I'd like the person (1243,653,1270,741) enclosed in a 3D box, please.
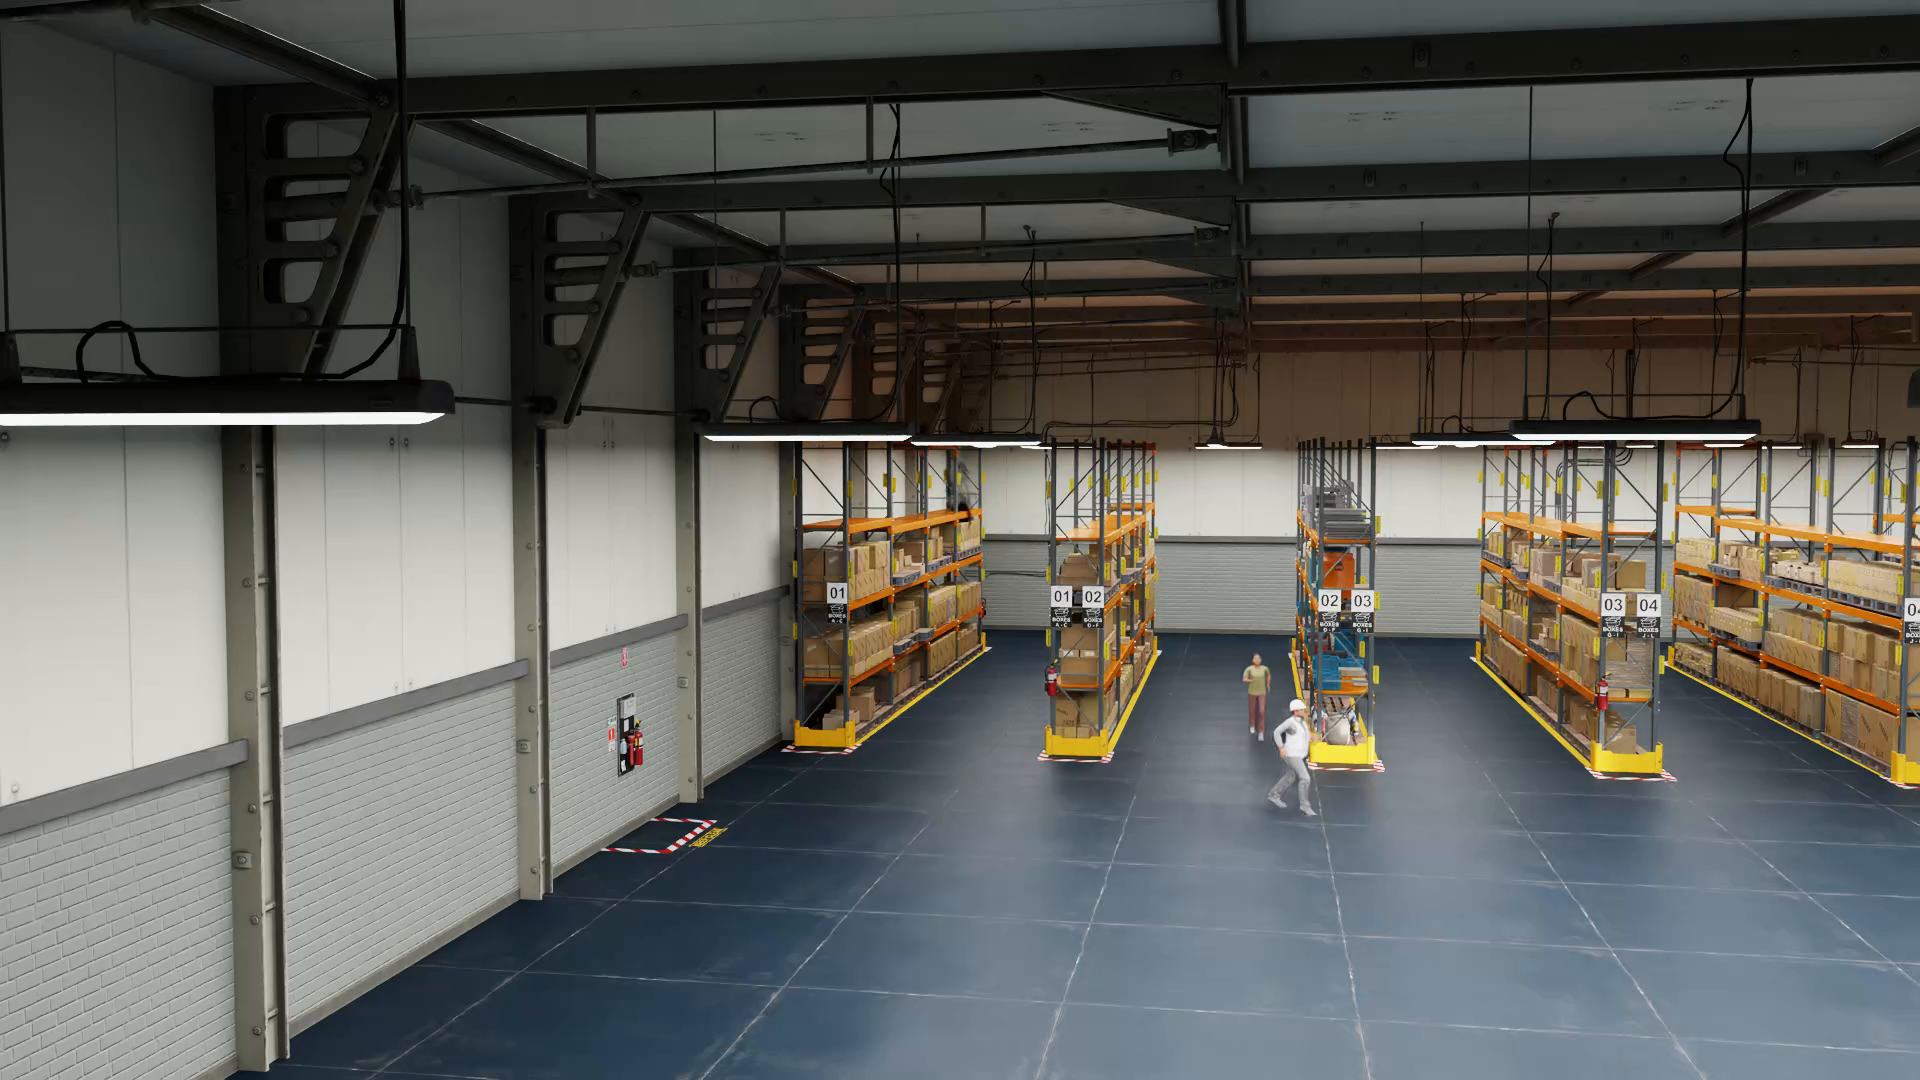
[{"bbox_3d":[5.940,3.104,33.292,0.561,1.691,0.908,0,3,7],"label":"person"}]

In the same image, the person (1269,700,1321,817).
[{"bbox_3d":[5.286,3.432,26.308,0.869,1.825,0.627,2,4,31],"label":"person"}]

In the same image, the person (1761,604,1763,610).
[{"bbox_3d":[21.103,2.549,43.704,0.689,1.774,0.720,0,3,4],"label":"person"}]
